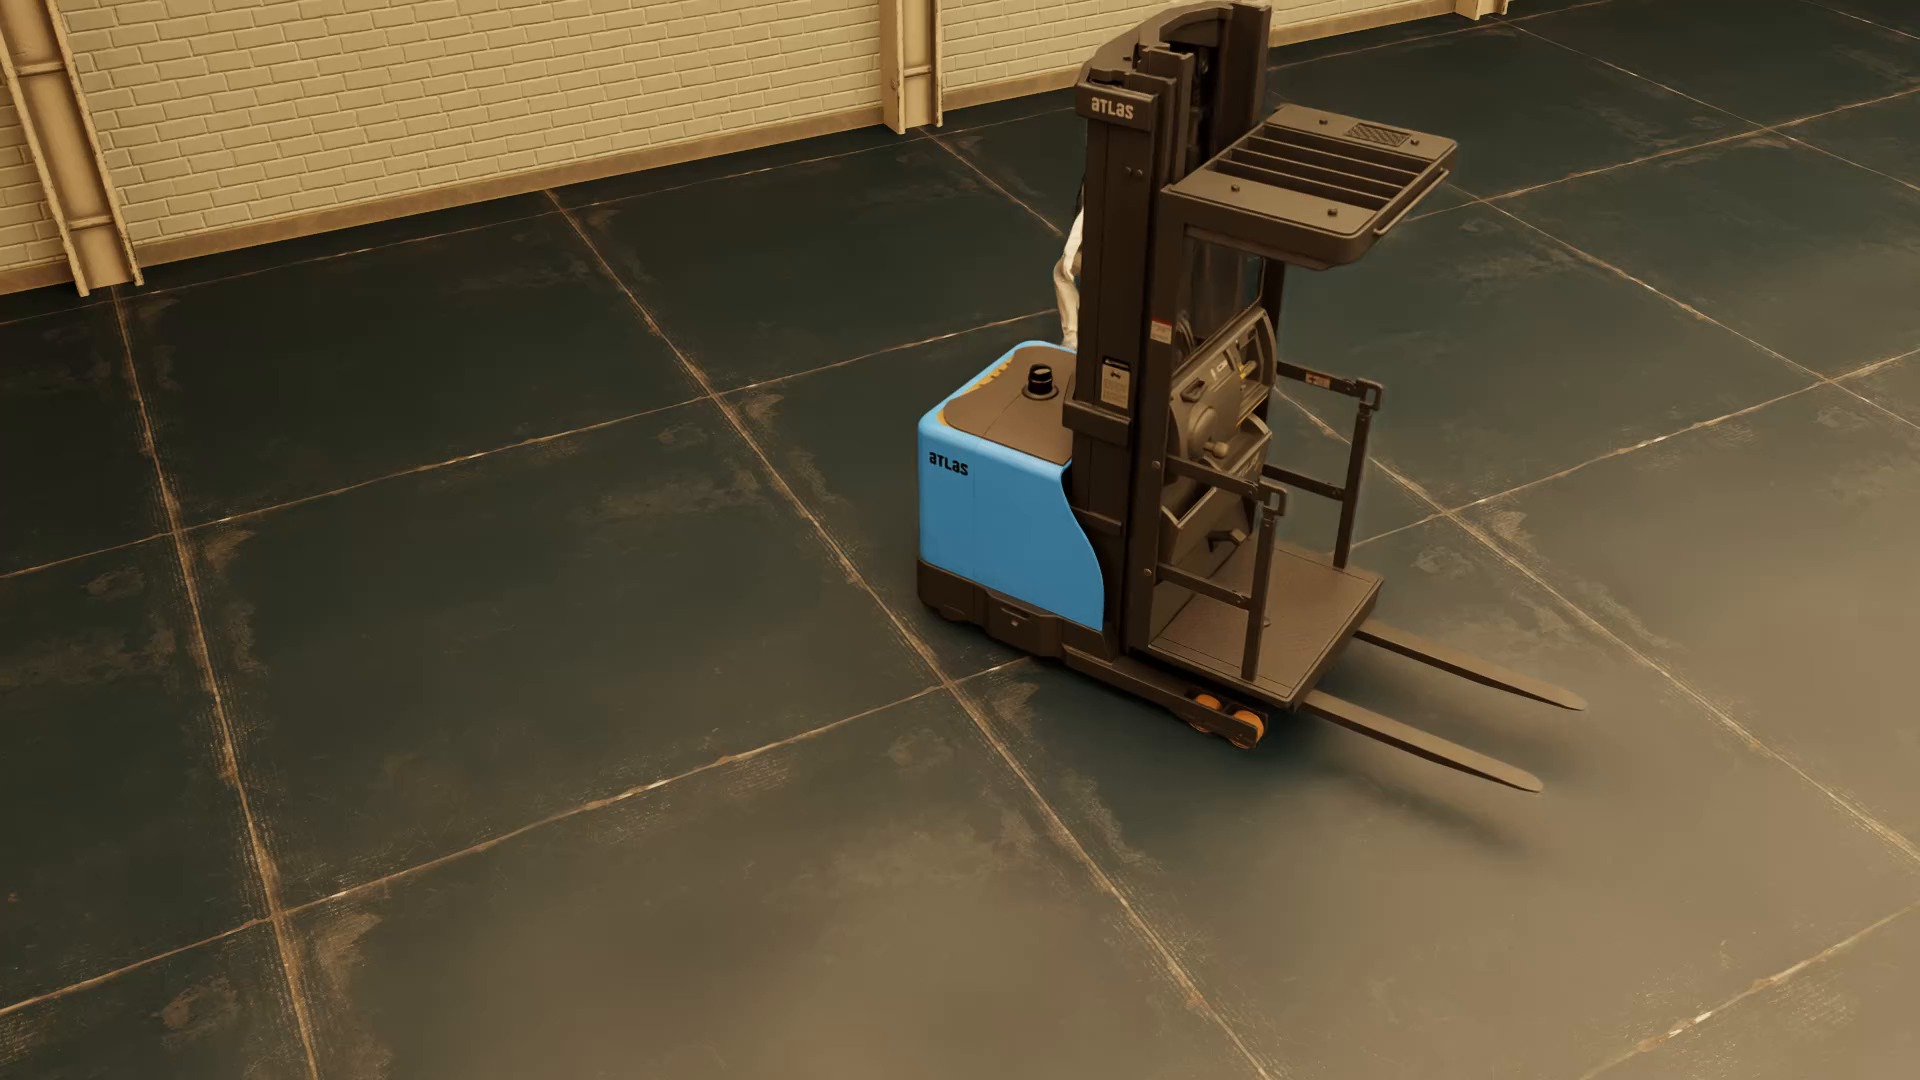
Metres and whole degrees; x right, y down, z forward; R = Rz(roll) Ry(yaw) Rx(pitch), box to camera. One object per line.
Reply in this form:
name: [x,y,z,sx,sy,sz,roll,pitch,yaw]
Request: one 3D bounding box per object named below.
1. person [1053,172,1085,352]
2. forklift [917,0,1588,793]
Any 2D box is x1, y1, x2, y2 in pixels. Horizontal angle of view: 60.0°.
person: [0.828,-1.736,9.761,0.703,1.581,0.615,-12,37,-17]
forklift: [1.300,-0.627,7.010,3.031,2.935,1.130,21,40,27]
